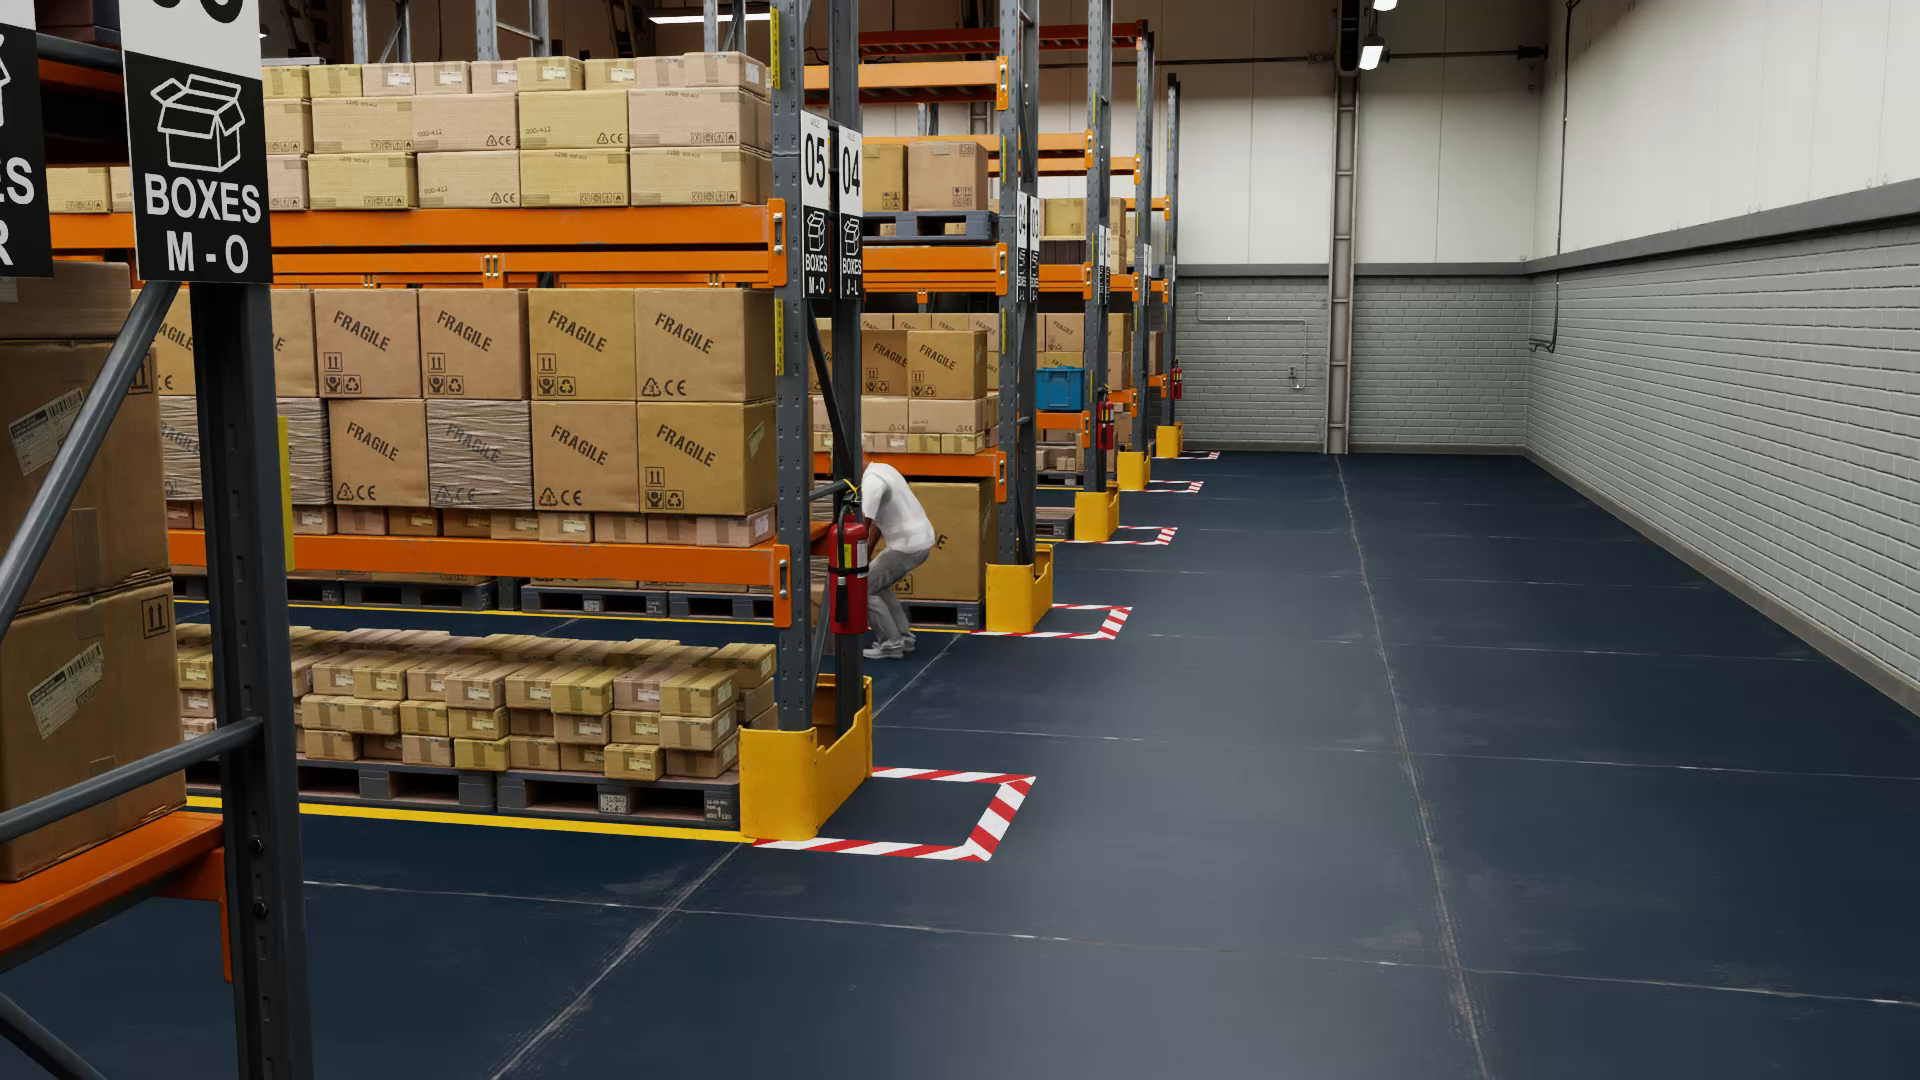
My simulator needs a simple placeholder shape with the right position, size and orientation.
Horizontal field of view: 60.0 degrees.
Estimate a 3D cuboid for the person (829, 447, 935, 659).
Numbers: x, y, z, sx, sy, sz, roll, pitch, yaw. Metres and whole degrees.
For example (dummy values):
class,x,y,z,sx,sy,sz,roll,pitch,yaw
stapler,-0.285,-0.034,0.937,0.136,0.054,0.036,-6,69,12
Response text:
class,x,y,z,sx,sy,sz,roll,pitch,yaw
person,-0.538,0.055,11.333,0.708,1.490,0.629,2,8,11
